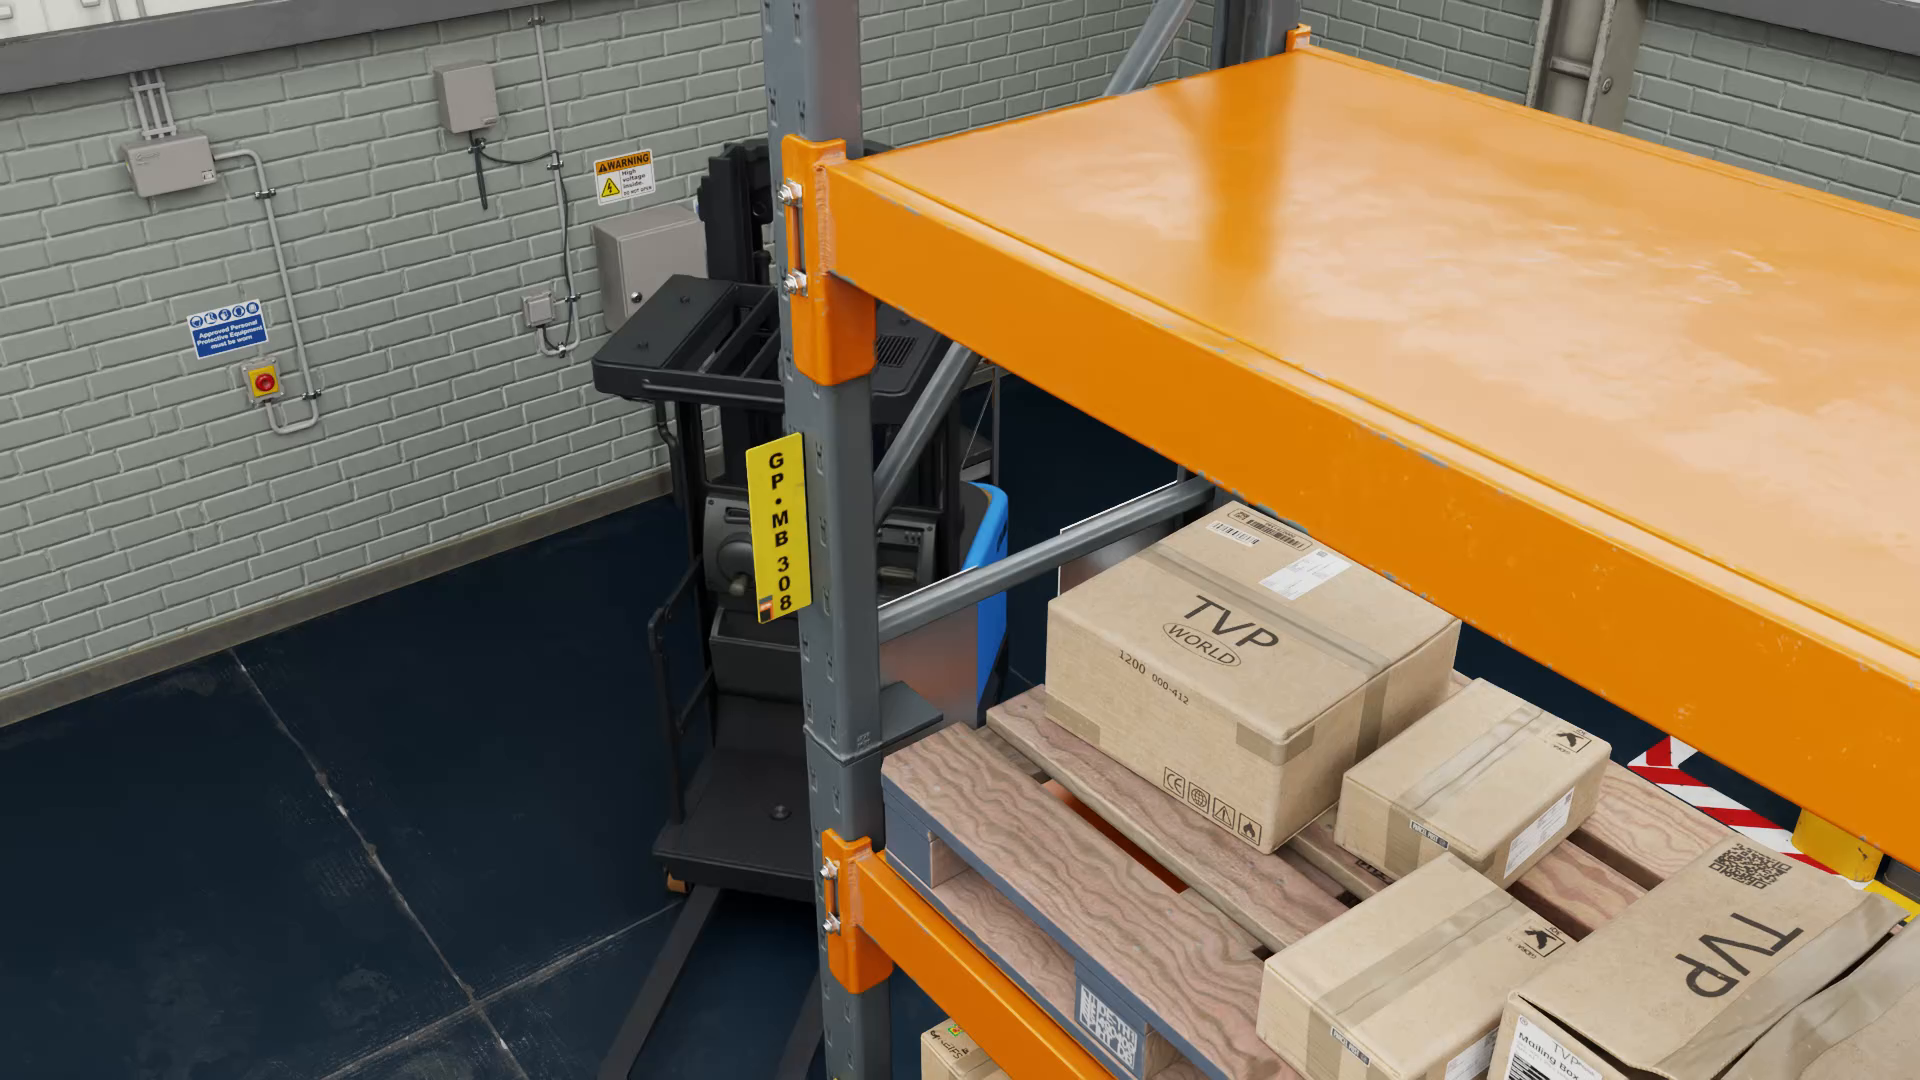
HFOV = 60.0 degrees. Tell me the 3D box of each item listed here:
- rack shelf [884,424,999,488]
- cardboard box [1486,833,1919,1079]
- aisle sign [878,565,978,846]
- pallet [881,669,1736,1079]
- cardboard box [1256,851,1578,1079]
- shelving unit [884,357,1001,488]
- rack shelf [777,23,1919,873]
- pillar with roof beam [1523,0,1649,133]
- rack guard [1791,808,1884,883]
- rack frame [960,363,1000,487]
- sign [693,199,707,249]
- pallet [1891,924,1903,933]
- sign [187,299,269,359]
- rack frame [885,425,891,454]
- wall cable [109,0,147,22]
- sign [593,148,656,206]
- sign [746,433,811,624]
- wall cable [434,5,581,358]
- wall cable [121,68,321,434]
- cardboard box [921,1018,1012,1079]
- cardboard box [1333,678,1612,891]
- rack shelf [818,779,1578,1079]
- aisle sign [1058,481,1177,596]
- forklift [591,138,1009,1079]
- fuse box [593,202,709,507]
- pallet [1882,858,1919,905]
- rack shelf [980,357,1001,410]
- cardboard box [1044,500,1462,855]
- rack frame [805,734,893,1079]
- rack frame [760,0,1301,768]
[{"bbox_3d":[-0.101,-0.355,9.184,0.431,0.518,0.480,-22,38,-31],"label":"rack shelf"},{"bbox_3d":[1.029,0.669,2.078,0.500,0.311,0.500,-22,38,-31],"label":"cardboard box"},{"bbox_3d":[-0.122,0.446,3.225,0.394,0.787,0.004,-22,38,-31],"label":"aisle sign"},{"bbox_3d":[0.614,0.556,2.753,1.003,0.211,1.213,-22,38,-31],"label":"pallet"},{"bbox_3d":[0.636,0.626,2.301,0.380,0.149,0.250,-21,37,-30],"label":"cardboard box"},{"bbox_3d":[-0.101,-0.961,8.807,0.431,2.100,0.503,-22,38,-31],"label":"shelving unit"},{"bbox_3d":[1.377,0.247,1.384,1.077,0.370,4.000,-22,38,-31],"label":"rack shelf"},{"bbox_3d":[-0.273,-2.692,5.055,9.100,9.000,0.400,-22,38,-31],"label":"pillar with roof beam"},{"bbox_3d":[4.116,0.973,7.210,1.175,0.500,0.348,-22,38,-31],"label":"rack guard"},{"bbox_3d":[0.048,-0.859,8.643,0.400,2.100,0.015,-22,38,-31],"label":"rack frame"},{"bbox_3d":[-1.313,-1.681,9.203,0.329,0.494,0.001,-22,38,-31],"label":"sign"},{"bbox_3d":[1.366,1.064,1.934,1.003,0.211,1.213,-22,38,-31],"label":"pallet"},{"bbox_3d":[-3.401,-0.981,7.730,0.327,0.218,0.001,-22,38,-31],"label":"sign"},{"bbox_3d":[-0.251,-1.063,8.971,0.400,2.100,0.015,-22,38,-31],"label":"rack frame"},{"bbox_3d":[-3.560,-3.342,6.101,0.463,3.000,0.029,-22,38,-31],"label":"wall cable"},{"bbox_3d":[-1.747,-1.894,8.674,0.339,0.242,0.001,-22,38,-31],"label":"sign"},{"bbox_3d":[-0.291,-0.016,2.686,0.100,0.325,0.005,-22,38,-31],"label":"sign"},{"bbox_3d":[-2.212,-1.751,8.264,0.588,1.984,0.122,-22,38,-31],"label":"wall cable"},{"bbox_3d":[-3.325,-1.301,7.509,0.585,1.953,0.123,-22,38,-31],"label":"wall cable"},{"bbox_3d":[0.150,0.981,3.170,0.380,0.149,0.250,-21,38,-30],"label":"cardboard box"},{"bbox_3d":[0.818,0.405,2.657,0.380,0.149,0.250,-26,40,-35],"label":"cardboard box"},{"bbox_3d":[1.377,1.351,2.070,1.077,0.370,4.000,-22,38,-31],"label":"rack shelf"},{"bbox_3d":[0.352,0.252,3.538,0.394,0.787,0.004,-22,38,-31],"label":"aisle sign"},{"bbox_3d":[-0.597,0.116,6.286,1.130,2.935,3.031,7,33,11],"label":"forklift"},{"bbox_3d":[-1.577,-0.928,9.122,0.539,1.711,0.414,-22,38,-31],"label":"fuse box"},{"bbox_3d":[4.606,1.427,6.752,1.003,0.211,1.213,-22,38,-31],"label":"pallet"},{"bbox_3d":[-0.101,-0.949,8.814,0.431,0.518,0.480,-22,38,-31],"label":"rack shelf"},{"bbox_3d":[0.498,0.213,2.870,0.500,0.250,0.500,-26,40,-36],"label":"cardboard box"},{"bbox_3d":[0.151,1.486,4.014,1.000,3.000,0.127,-22,38,-31],"label":"rack frame"},{"bbox_3d":[0.151,-1.062,2.431,1.000,3.000,0.127,-22,38,-31],"label":"rack frame"}]
